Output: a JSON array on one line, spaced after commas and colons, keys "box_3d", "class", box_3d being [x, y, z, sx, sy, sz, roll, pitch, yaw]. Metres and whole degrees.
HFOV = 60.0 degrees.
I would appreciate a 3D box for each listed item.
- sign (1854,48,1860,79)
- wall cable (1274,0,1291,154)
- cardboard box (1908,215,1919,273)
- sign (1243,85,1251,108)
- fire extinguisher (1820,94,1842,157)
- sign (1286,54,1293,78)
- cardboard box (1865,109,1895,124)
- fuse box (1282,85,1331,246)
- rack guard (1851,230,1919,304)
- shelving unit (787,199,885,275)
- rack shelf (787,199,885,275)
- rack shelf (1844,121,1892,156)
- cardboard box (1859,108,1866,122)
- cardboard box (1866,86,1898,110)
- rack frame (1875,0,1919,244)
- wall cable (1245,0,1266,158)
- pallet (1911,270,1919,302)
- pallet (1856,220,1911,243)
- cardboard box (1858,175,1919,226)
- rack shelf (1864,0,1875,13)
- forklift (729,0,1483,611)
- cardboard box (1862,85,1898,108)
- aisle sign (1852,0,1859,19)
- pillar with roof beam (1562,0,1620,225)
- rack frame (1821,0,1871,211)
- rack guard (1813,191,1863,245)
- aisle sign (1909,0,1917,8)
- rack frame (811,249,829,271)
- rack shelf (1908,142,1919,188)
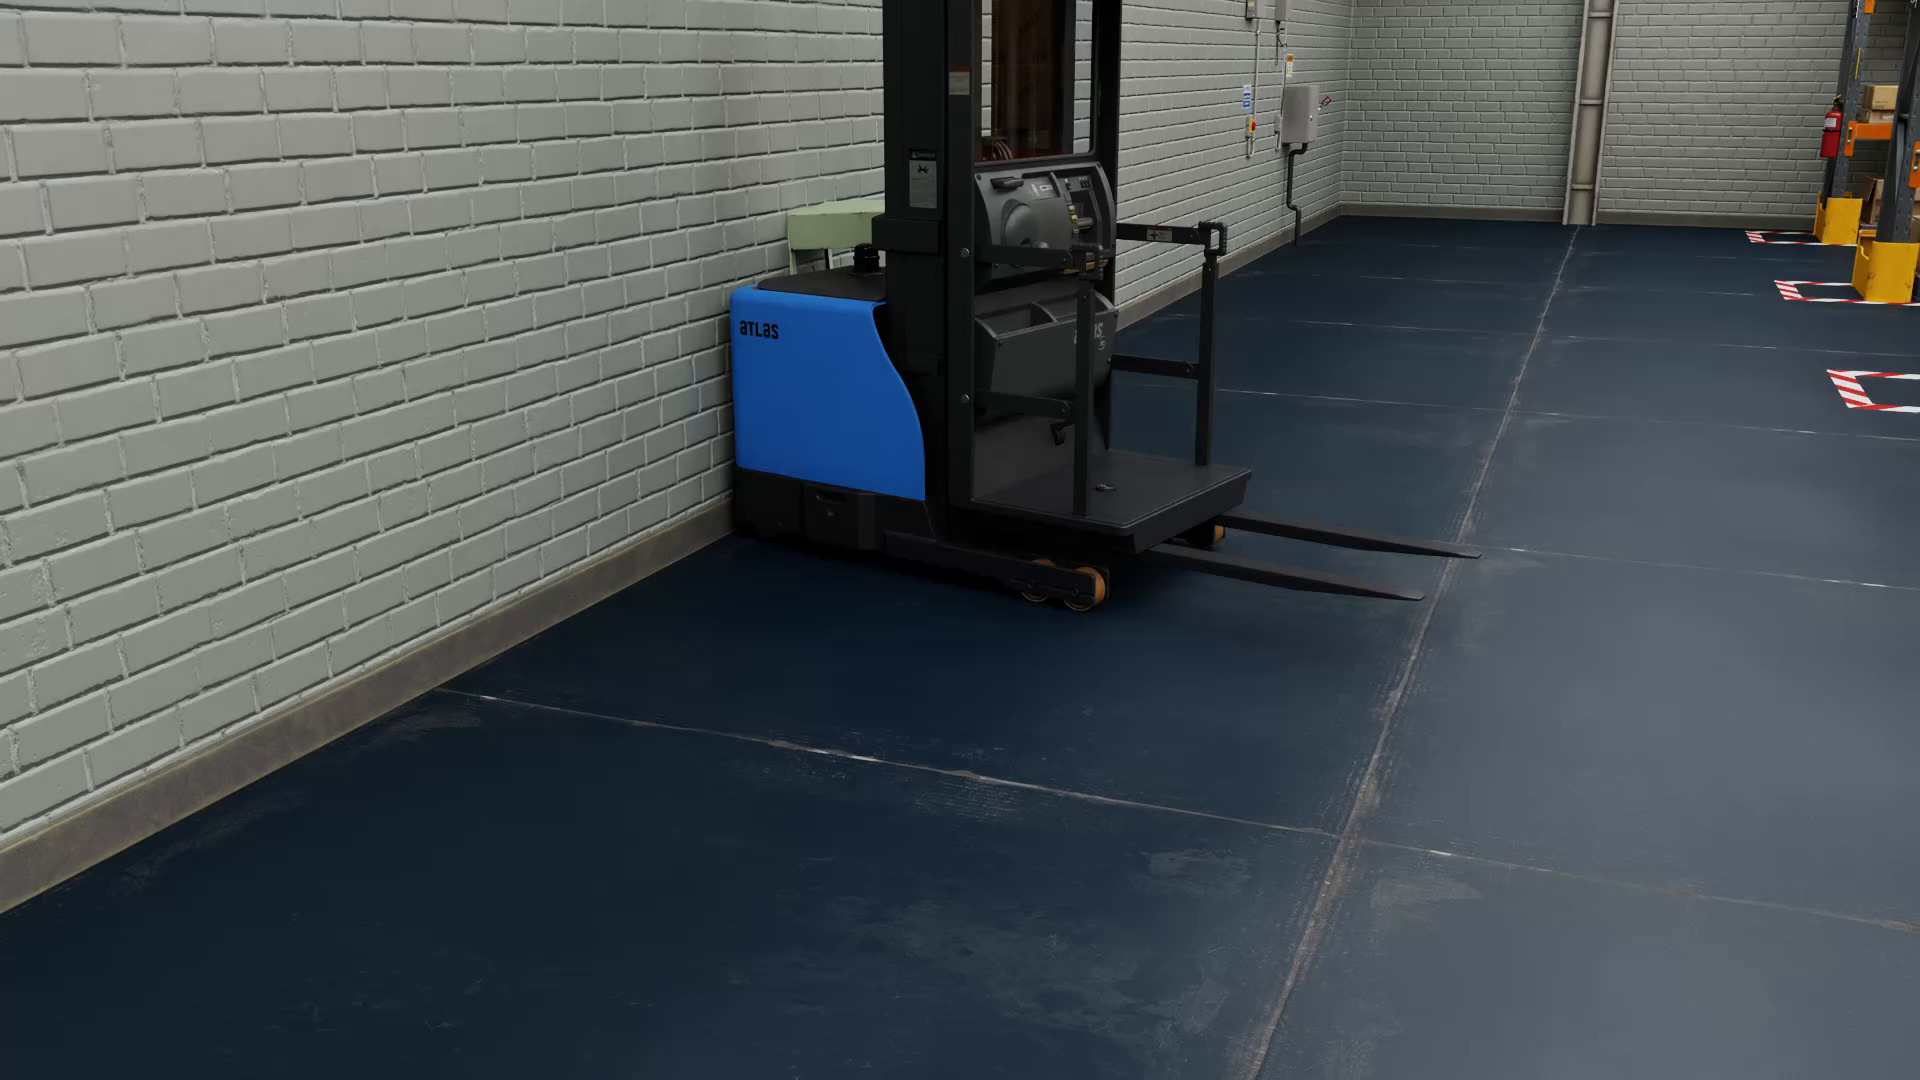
[{"box_3d": [9.726, -5.162, 18.022, 0.005, 0.325, 0.100, 6, 17, 21], "class": "sign"}, {"box_3d": [3.362, -5.027, 17.288, 0.122, 1.984, 0.588, 6, 17, 21], "class": "wall cable"}, {"box_3d": [8.757, -2.529, 14.348, 0.875, 0.438, 0.875, 6, 17, 19], "class": "cardboard box"}, {"box_3d": [2.778, -4.294, 16.099, 0.001, 0.218, 0.327, 6, 17, 21], "class": "sign"}, {"box_3d": [9.618, -4.566, 18.330, 0.183, 0.674, 0.296, 6, 17, 21], "class": "fire extinguisher"}, {"box_3d": [3.546, -5.104, 17.892, 0.001, 0.242, 0.339, 6, 17, 21], "class": "sign"}, {"box_3d": [10.130, -4.662, 18.302, 0.250, 0.149, 0.380, 6, 17, 20], "class": "cardboard box"}, {"box_3d": [3.759, -4.081, 18.163, 0.414, 1.711, 0.539, 6, 17, 21], "class": "fuse box"}, {"box_3d": [8.084, -2.401, 14.549, 0.348, 0.500, 1.175, 6, 17, 21], "class": "rack guard"}, {"box_3d": [-0.344, -1.002, 7.738, 0.755, 1.500, 0.431, 3, 20, 22], "class": "shelving unit"}, {"box_3d": [-0.377, -1.370, 7.615, 0.720, 0.370, 0.431, 3, 20, 22], "class": "rack shelf"}, {"box_3d": [11.785, -4.337, 18.023, 4.000, 0.370, 1.077, 6, 17, 21], "class": "rack shelf"}, {"box_3d": [10.331, -4.802, 18.786, 0.250, 0.149, 0.380, 6, 17, 20], "class": "cardboard box"}, {"box_3d": [10.248, -4.842, 18.207, 0.500, 0.250, 0.500, 6, 17, 21], "class": "cardboard box"}, {"box_3d": [8.107, -3.599, 14.192, 0.127, 3.000, 1.000, 6, 17, 21], "class": "rack frame"}, {"box_3d": [2.853, -4.673, 16.012, 0.123, 1.953, 0.585, 6, 17, 21], "class": "wall cable"}, {"box_3d": [8.879, -2.199, 14.369, 1.213, 0.211, 1.003, 6, 17, 21], "class": "pallet"}, {"box_3d": [10.737, -3.459, 18.710, 1.213, 0.211, 1.003, 6, 17, 21], "class": "pallet"}, {"box_3d": [10.459, -3.803, 18.617, 0.637, 0.503, 0.797, 6, 17, 18], "class": "cardboard box"}, {"box_3d": [11.785, -5.778, 17.605, 4.000, 0.370, 1.077, 6, 17, 21], "class": "rack shelf"}, {"box_3d": [0.517, -1.308, 6.420, 3.031, 2.935, 1.130, 11, 19, 33], "class": "forklift"}, {"box_3d": [10.450, -4.980, 18.682, 0.500, 0.250, 0.500, 7, 18, 22], "class": "cardboard box"}, {"box_3d": [9.753, -6.066, 18.027, 0.004, 0.787, 0.394, 6, 17, 21], "class": "aisle sign"}, {"box_3d": [6.167, -7.161, 15.701, 0.400, 9.000, 9.100, 6, 17, 21], "class": "pillar with roof beam"}, {"box_3d": [9.924, -4.887, 18.628, 0.127, 3.000, 1.000, 6, 17, 21], "class": "rack frame"}, {"box_3d": [9.995, -3.679, 18.950, 0.348, 0.500, 1.175, 6, 17, 21], "class": "rack guard"}, {"box_3d": [8.154, -4.936, 14.132, 0.004, 0.787, 0.394, 6, 17, 21], "class": "aisle sign"}, {"box_3d": [-0.682, -1.018, 7.877, 0.023, 1.500, 0.400, 3, 20, 22], "class": "rack frame"}, {"box_3d": [9.967, -3.049, 13.588, 4.000, 0.370, 1.077, 6, 17, 21], "class": "rack shelf"}]
